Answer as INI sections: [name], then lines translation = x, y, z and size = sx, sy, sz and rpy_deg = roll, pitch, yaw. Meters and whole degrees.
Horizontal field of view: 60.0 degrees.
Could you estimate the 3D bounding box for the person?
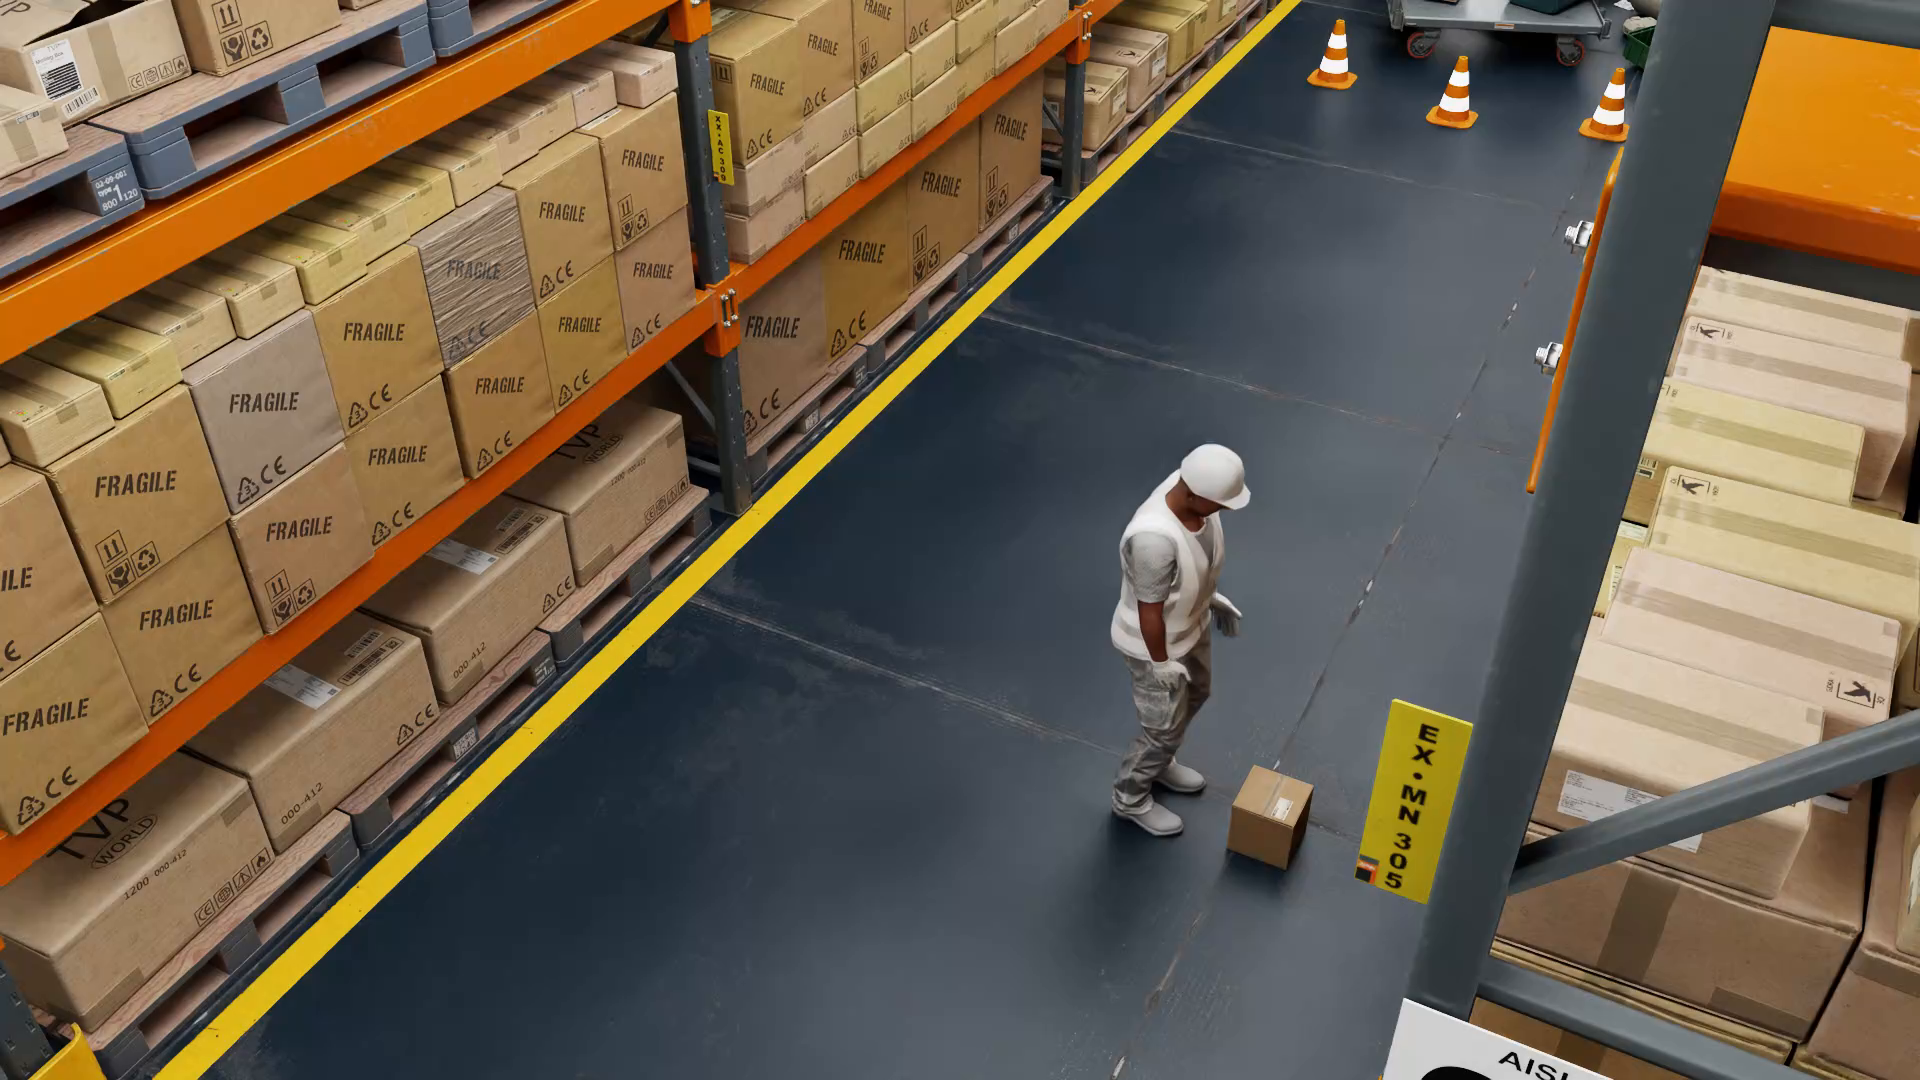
[person]
translation = 0.817, 0.350, 6.310
size = 0.426, 1.749, 0.566
rpy_deg = 19, 41, 22
